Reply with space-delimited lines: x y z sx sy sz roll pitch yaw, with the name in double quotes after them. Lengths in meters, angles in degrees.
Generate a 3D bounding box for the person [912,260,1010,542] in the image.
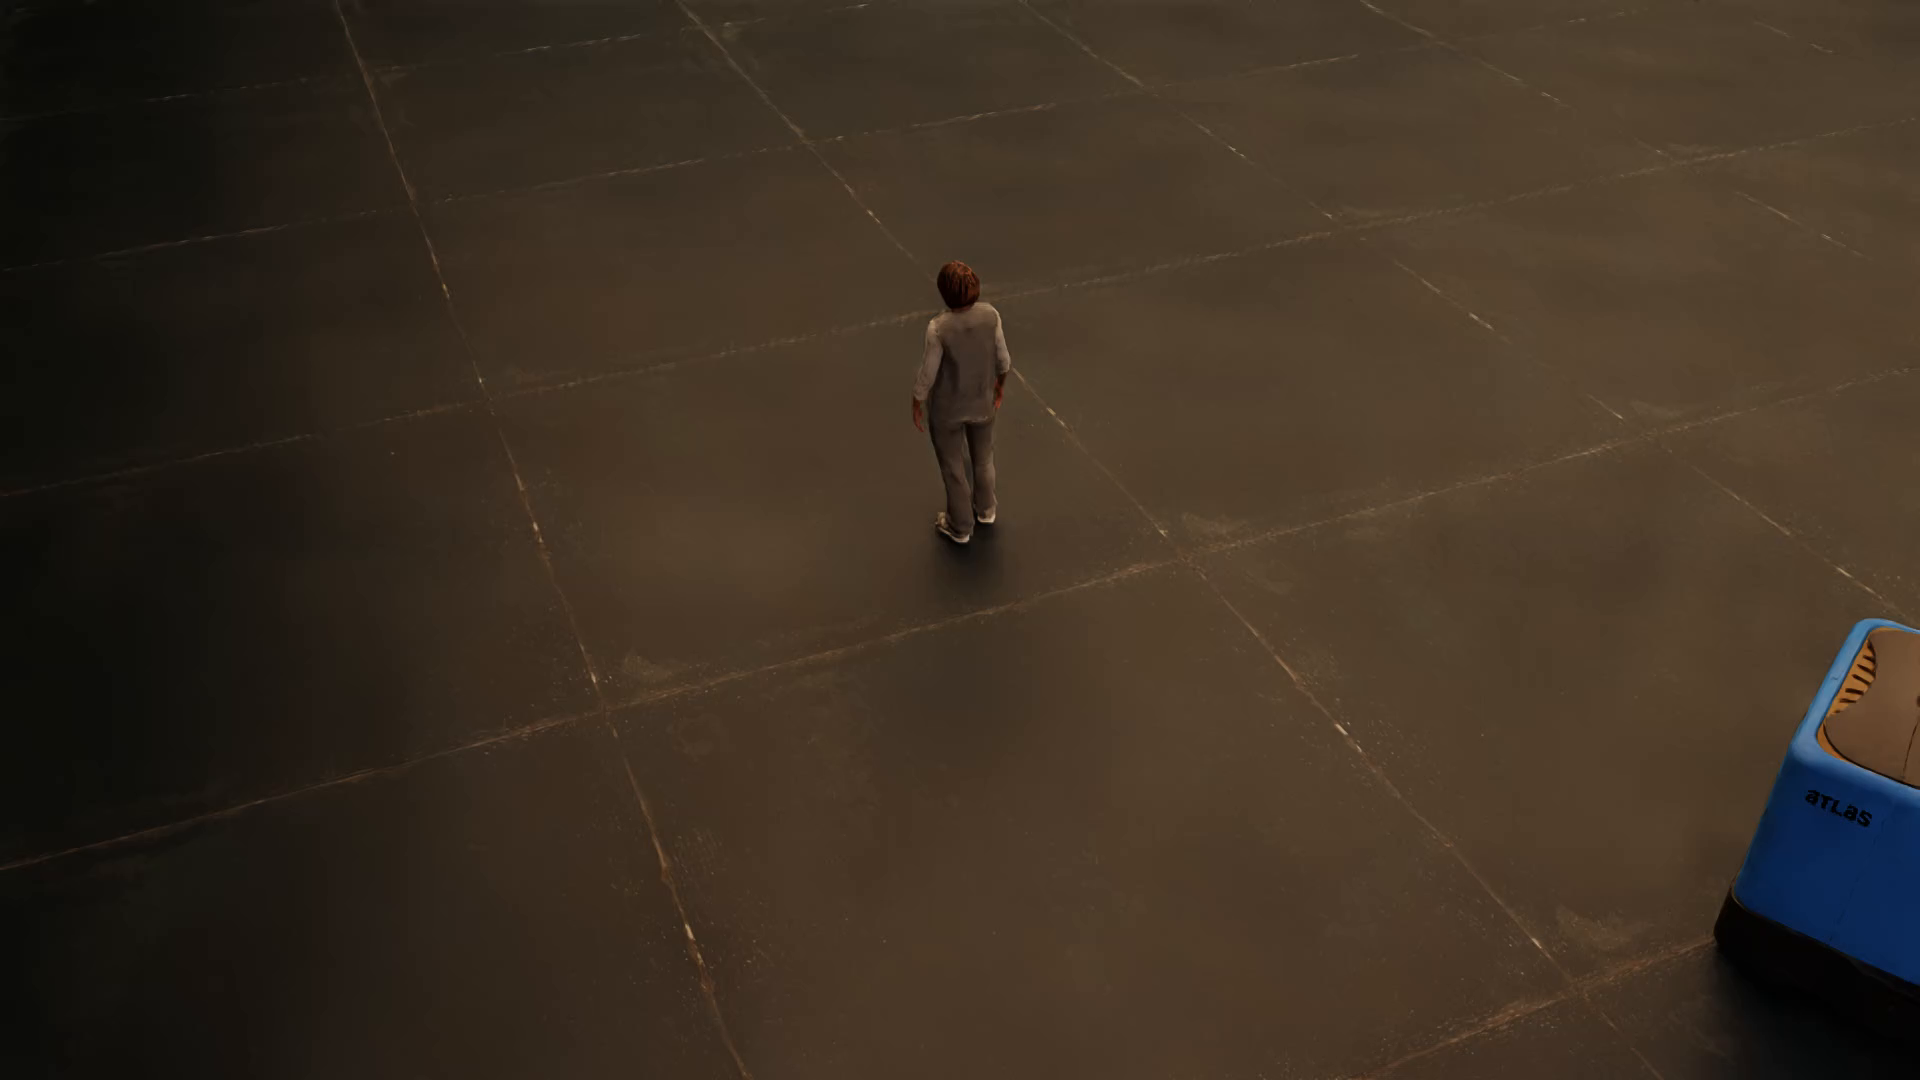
-0.016 -0.699 8.221 0.521 1.597 0.474 -14 38 -19 "person"

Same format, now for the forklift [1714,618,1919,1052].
4.363 0.699 5.116 3.031 2.935 1.130 24 42 30 "forklift"
